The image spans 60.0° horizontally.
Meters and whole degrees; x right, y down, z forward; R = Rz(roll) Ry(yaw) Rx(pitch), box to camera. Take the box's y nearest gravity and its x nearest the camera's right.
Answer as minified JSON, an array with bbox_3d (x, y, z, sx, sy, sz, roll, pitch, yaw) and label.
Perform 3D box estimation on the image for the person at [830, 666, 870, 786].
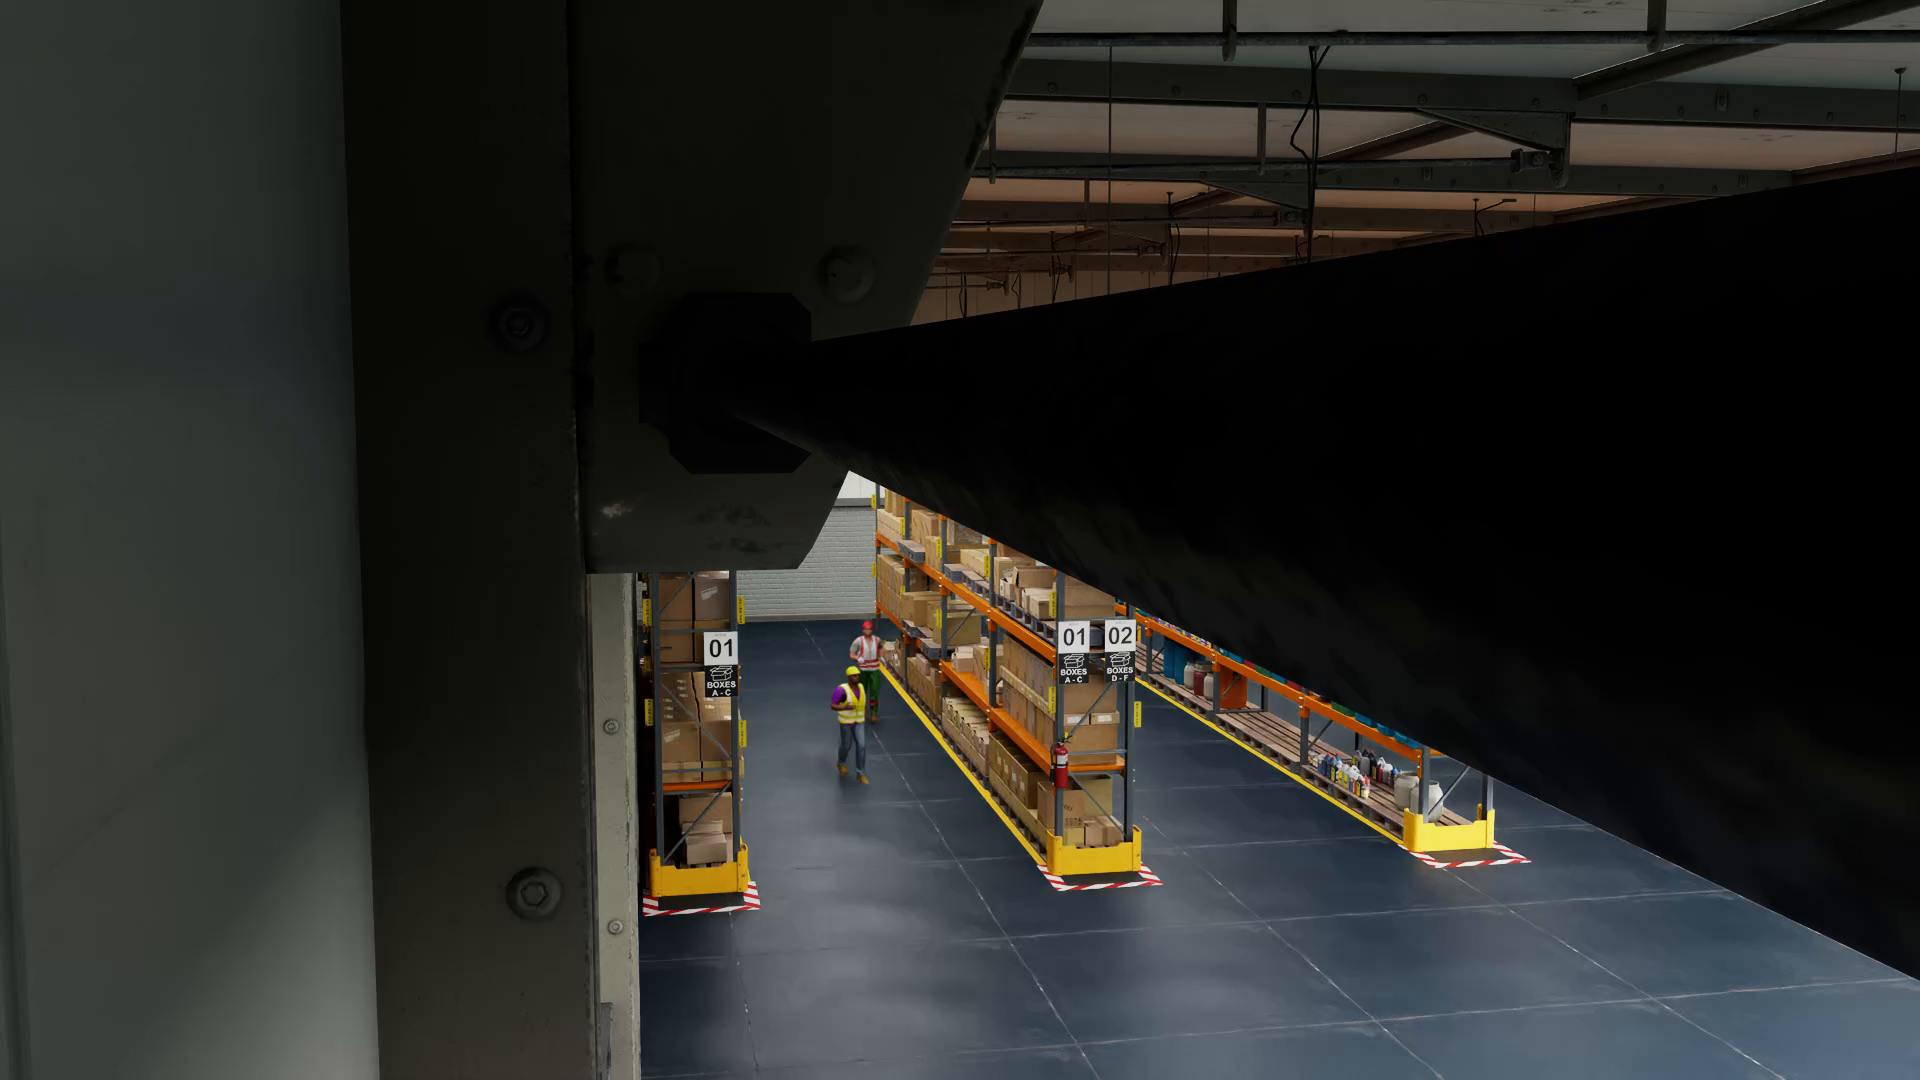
[{"bbox_3d":[-1.698,2.829,25.560,0.670,1.809,0.869,-3,7,-30],"label":"person"}]

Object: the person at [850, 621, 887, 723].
[{"bbox_3d":[-1.650,2.342,30.003,0.664,1.772,0.991,-1,6,-13],"label":"person"}]
